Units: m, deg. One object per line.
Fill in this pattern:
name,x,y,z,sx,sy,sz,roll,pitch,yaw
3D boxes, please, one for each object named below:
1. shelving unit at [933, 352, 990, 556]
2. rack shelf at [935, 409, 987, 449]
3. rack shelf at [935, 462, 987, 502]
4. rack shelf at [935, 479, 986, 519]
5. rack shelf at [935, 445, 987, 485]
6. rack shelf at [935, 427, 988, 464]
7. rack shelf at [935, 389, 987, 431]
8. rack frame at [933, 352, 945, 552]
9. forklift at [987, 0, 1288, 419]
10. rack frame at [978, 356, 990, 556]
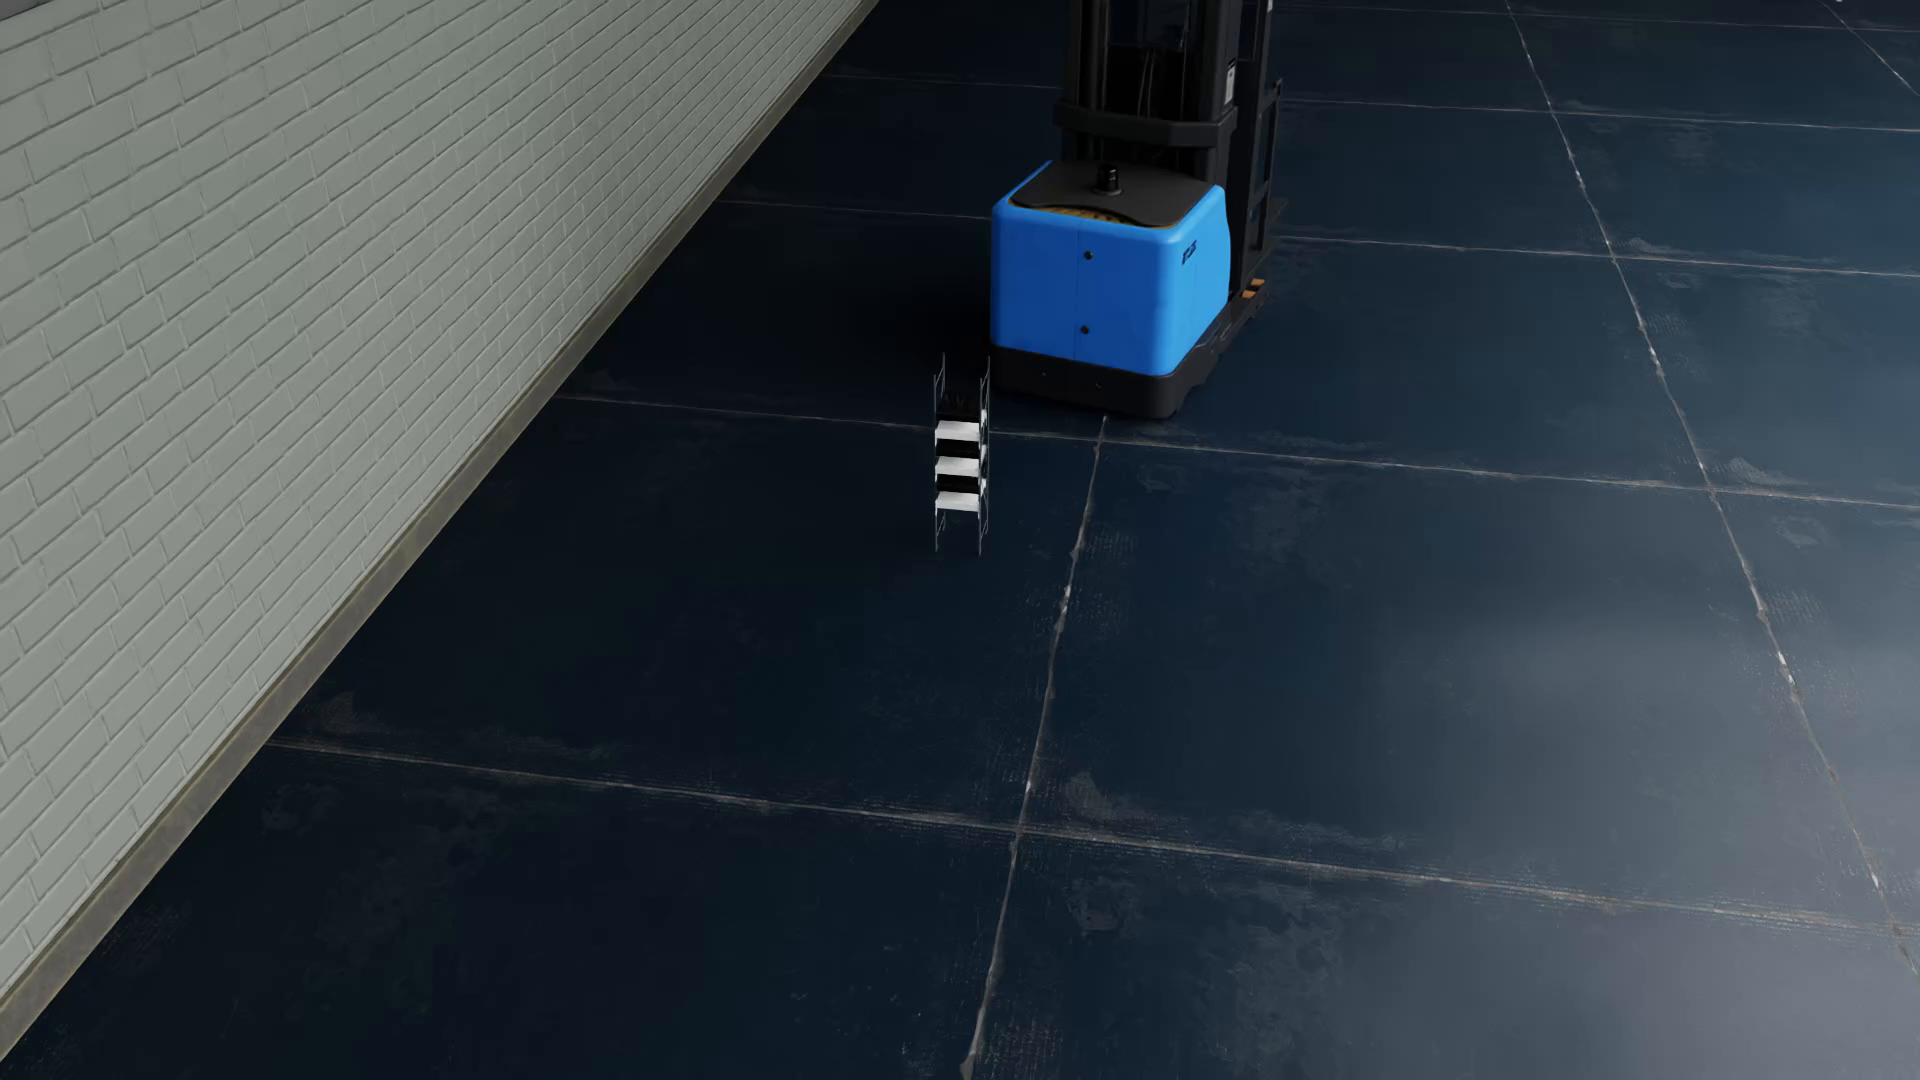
shelving unit,0.008,-0.381,7.510,0.210,0.900,0.258,5,32,8
rack shelf,0.008,-0.505,7.432,0.200,0.077,0.258,5,32,8
rack shelf,0.008,-0.276,7.576,0.200,0.077,0.258,5,32,8
rack shelf,0.008,-0.200,7.623,0.200,0.077,0.258,5,32,8
rack shelf,0.008,-0.352,7.528,0.200,0.077,0.258,5,32,8
rack shelf,0.008,-0.429,7.480,0.200,0.077,0.258,5,32,8
rack shelf,0.008,-0.581,7.384,0.200,0.077,0.258,5,32,8
rack frame,-0.092,-0.390,7.525,0.006,0.900,0.240,5,32,8
forklift,1.216,-2.638,9.201,1.130,2.935,3.031,14,35,21
rack frame,0.108,-0.372,7.496,0.006,0.900,0.240,5,32,8
